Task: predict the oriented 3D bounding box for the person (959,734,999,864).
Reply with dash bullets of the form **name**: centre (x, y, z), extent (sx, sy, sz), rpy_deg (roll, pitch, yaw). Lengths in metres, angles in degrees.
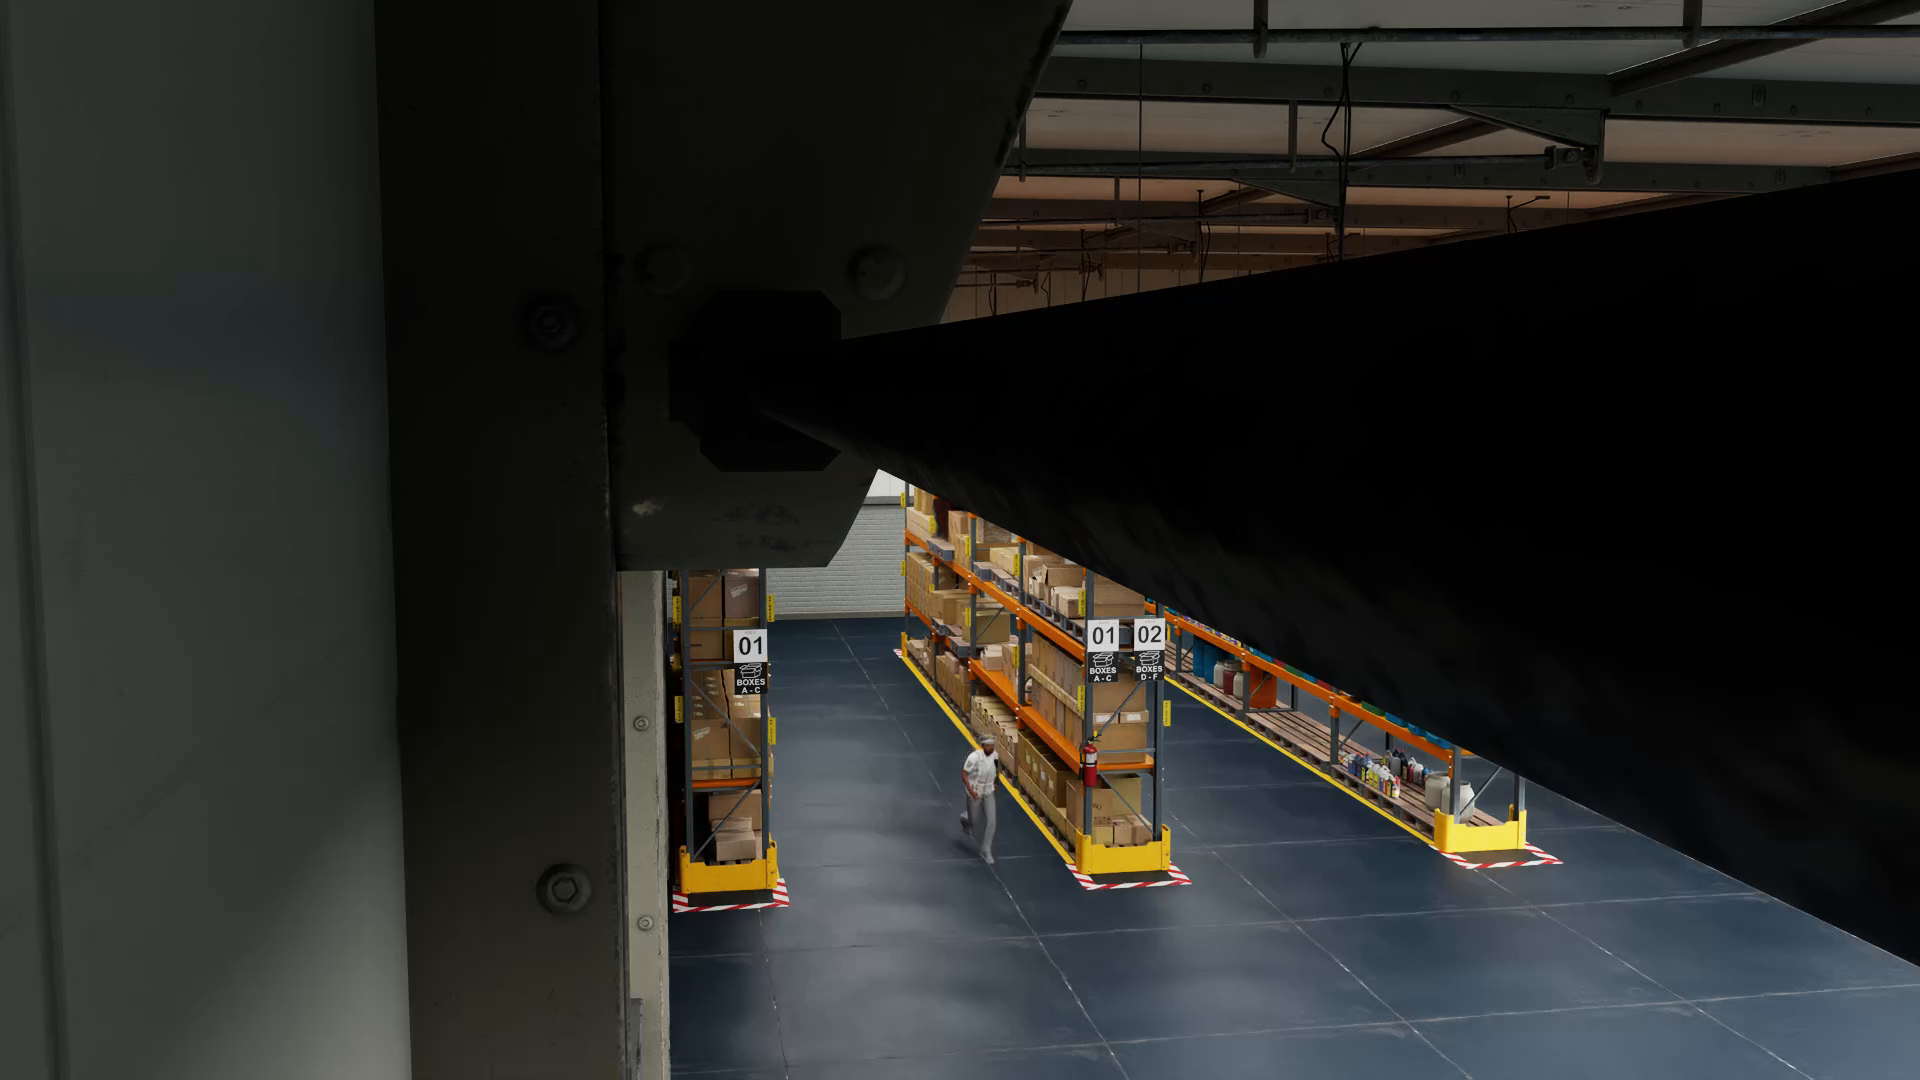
- **person**: centre (0.256, 3.296, 21.618), extent (0.574, 1.683, 0.937), rpy_deg (-3, 6, -24)
